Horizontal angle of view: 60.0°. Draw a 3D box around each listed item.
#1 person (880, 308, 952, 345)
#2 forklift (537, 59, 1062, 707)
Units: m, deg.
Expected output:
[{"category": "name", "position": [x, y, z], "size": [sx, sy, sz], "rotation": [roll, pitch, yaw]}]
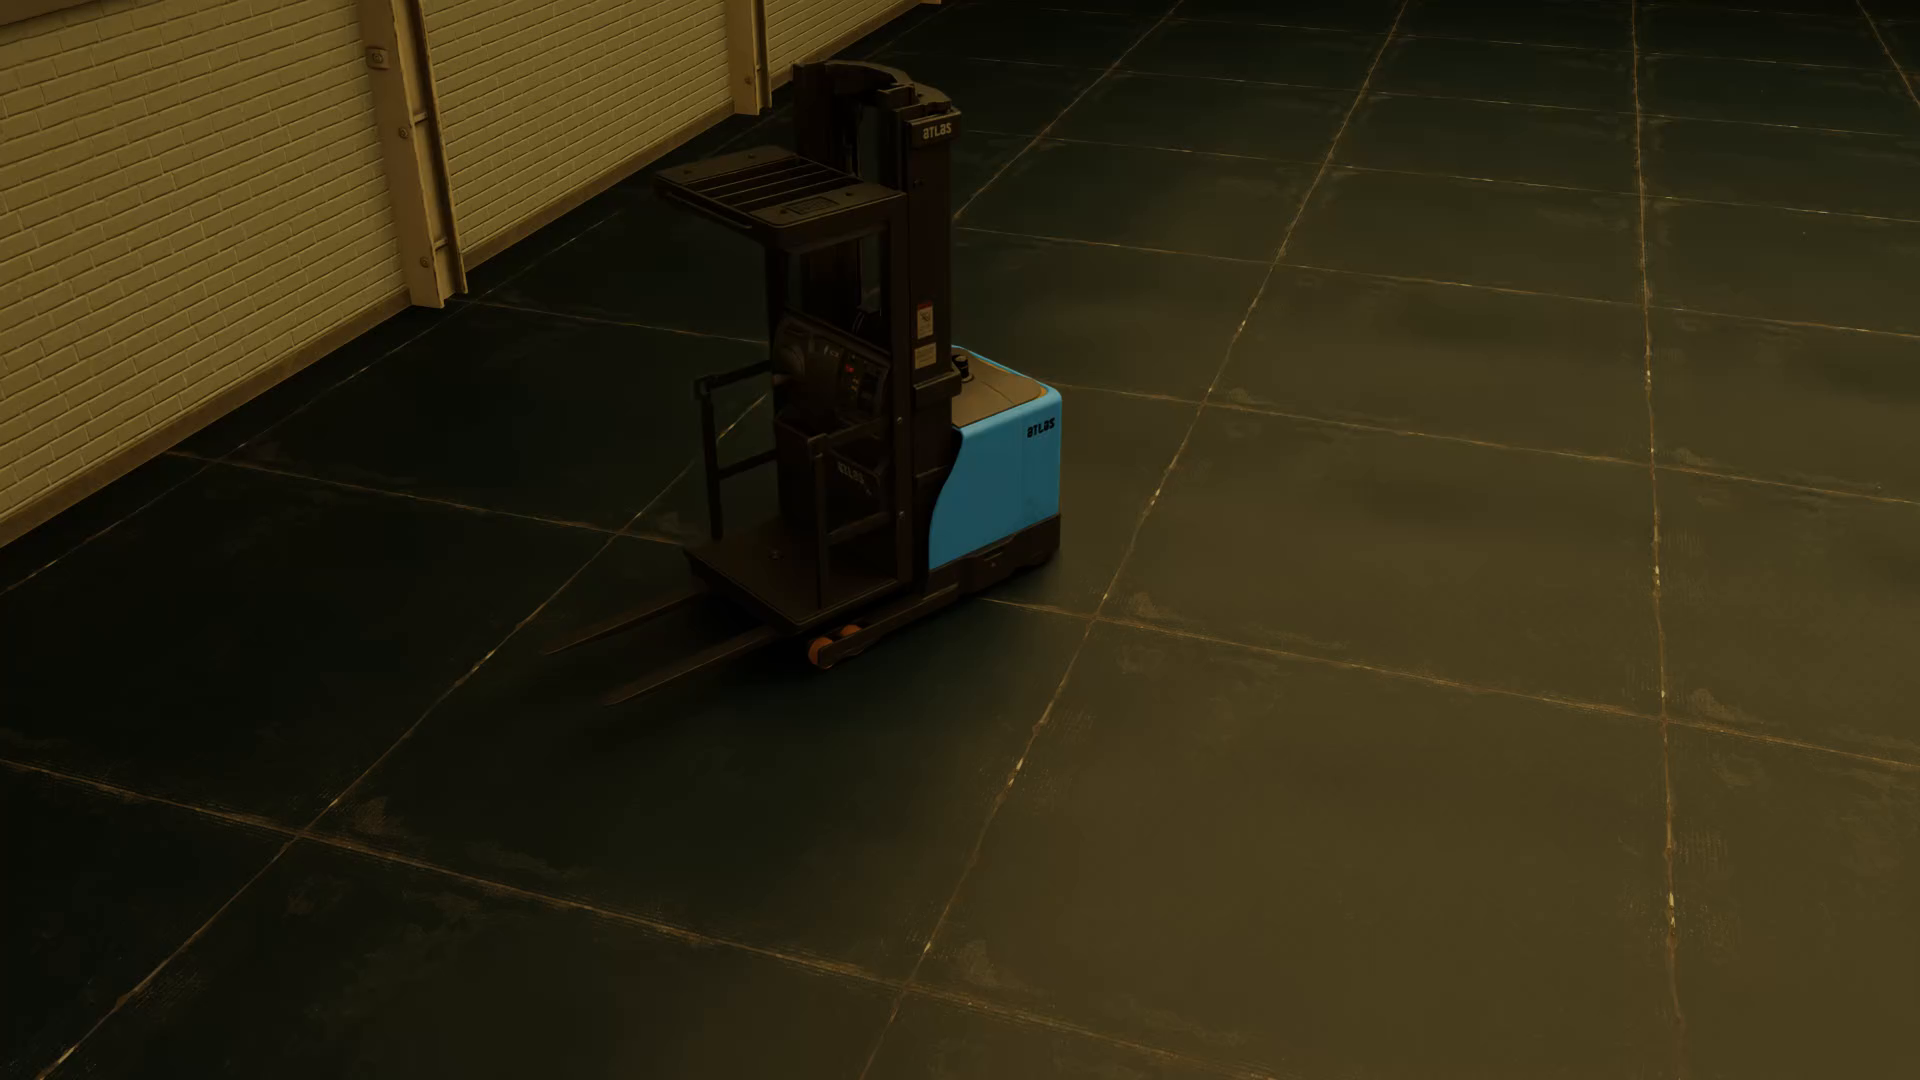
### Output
[{"category": "person", "position": [-0.222, -1.006, 10.470], "size": [0.896, 1.349, 0.995], "rotation": [0, 30, 0]}, {"category": "forklift", "position": [-0.843, -0.877, 8.675], "size": [3.031, 2.935, 1.130], "rotation": [-24, 37, -35]}]
